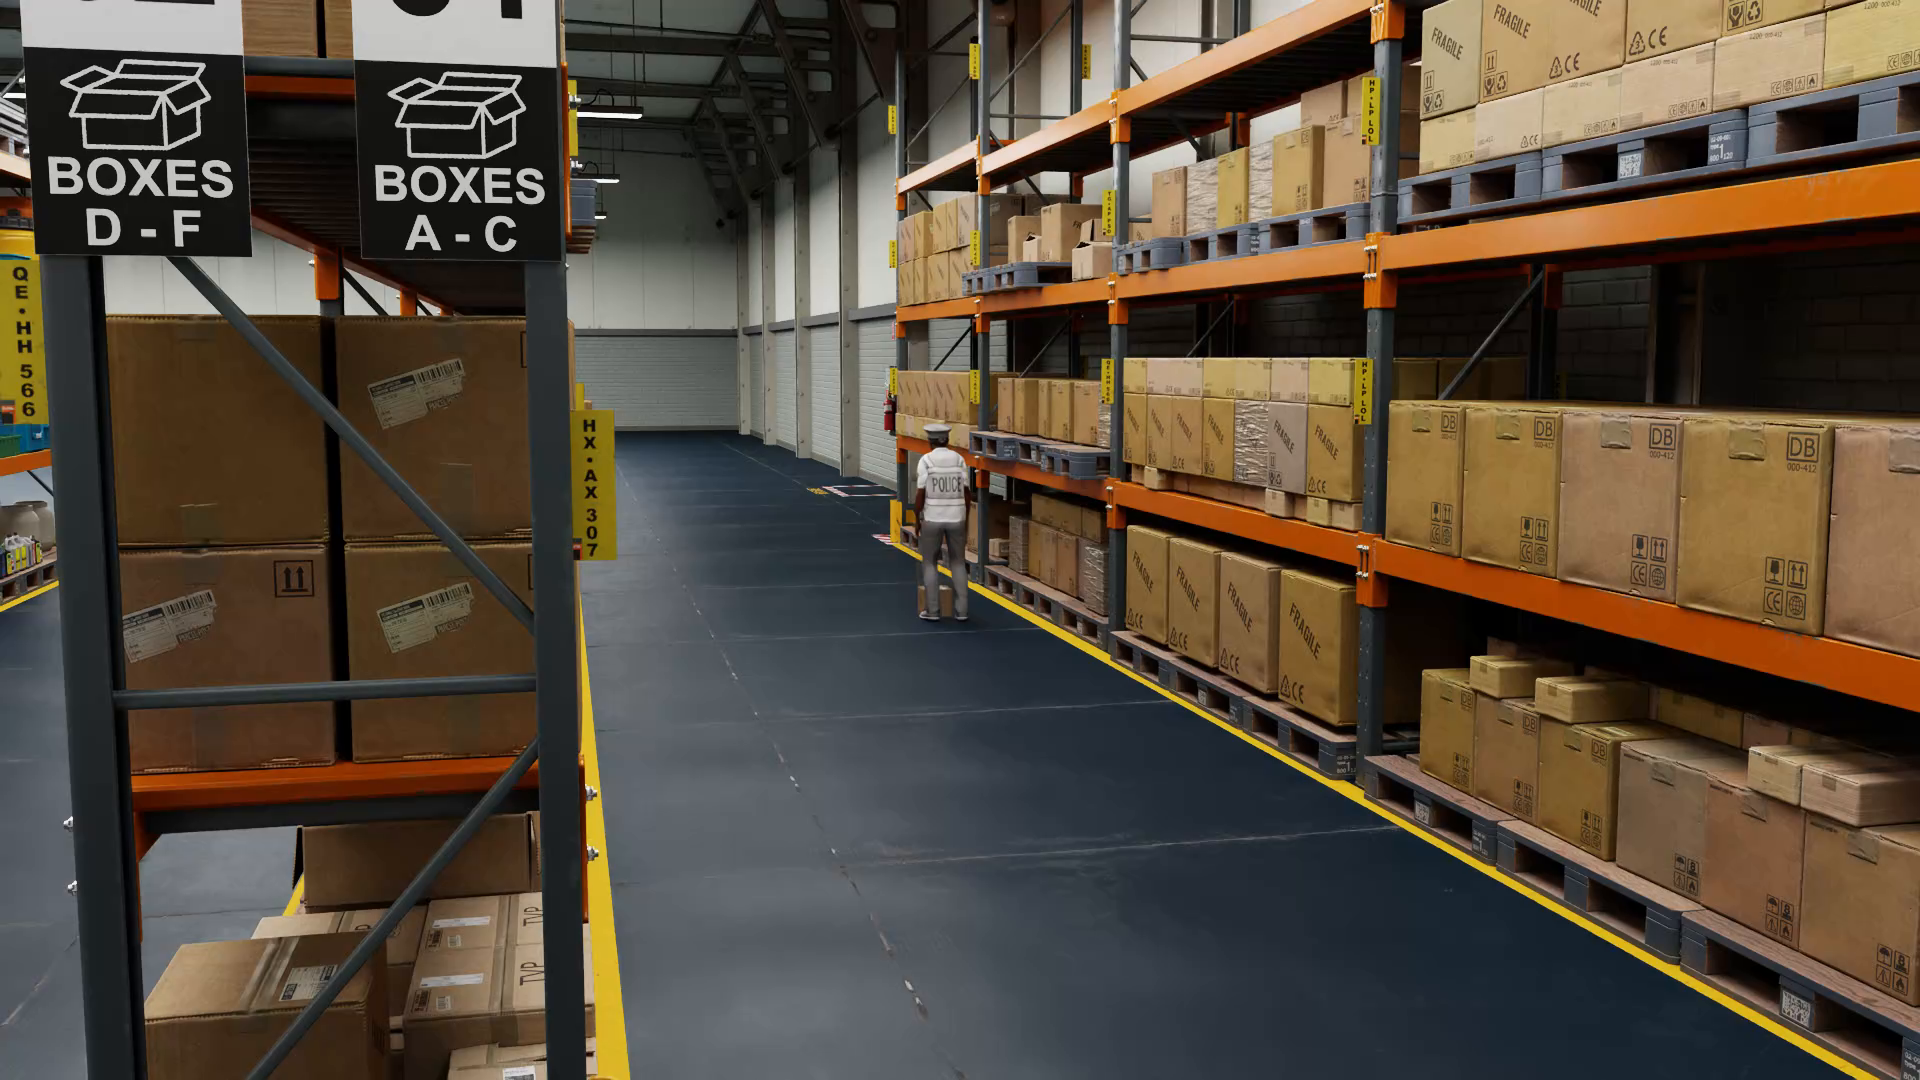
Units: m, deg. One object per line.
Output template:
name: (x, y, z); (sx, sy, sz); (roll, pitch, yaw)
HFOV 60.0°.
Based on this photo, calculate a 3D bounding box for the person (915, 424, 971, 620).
person: (-0.145, -0.144, 14.010); (0.510, 1.657, 0.425); (-2, 6, -16)
